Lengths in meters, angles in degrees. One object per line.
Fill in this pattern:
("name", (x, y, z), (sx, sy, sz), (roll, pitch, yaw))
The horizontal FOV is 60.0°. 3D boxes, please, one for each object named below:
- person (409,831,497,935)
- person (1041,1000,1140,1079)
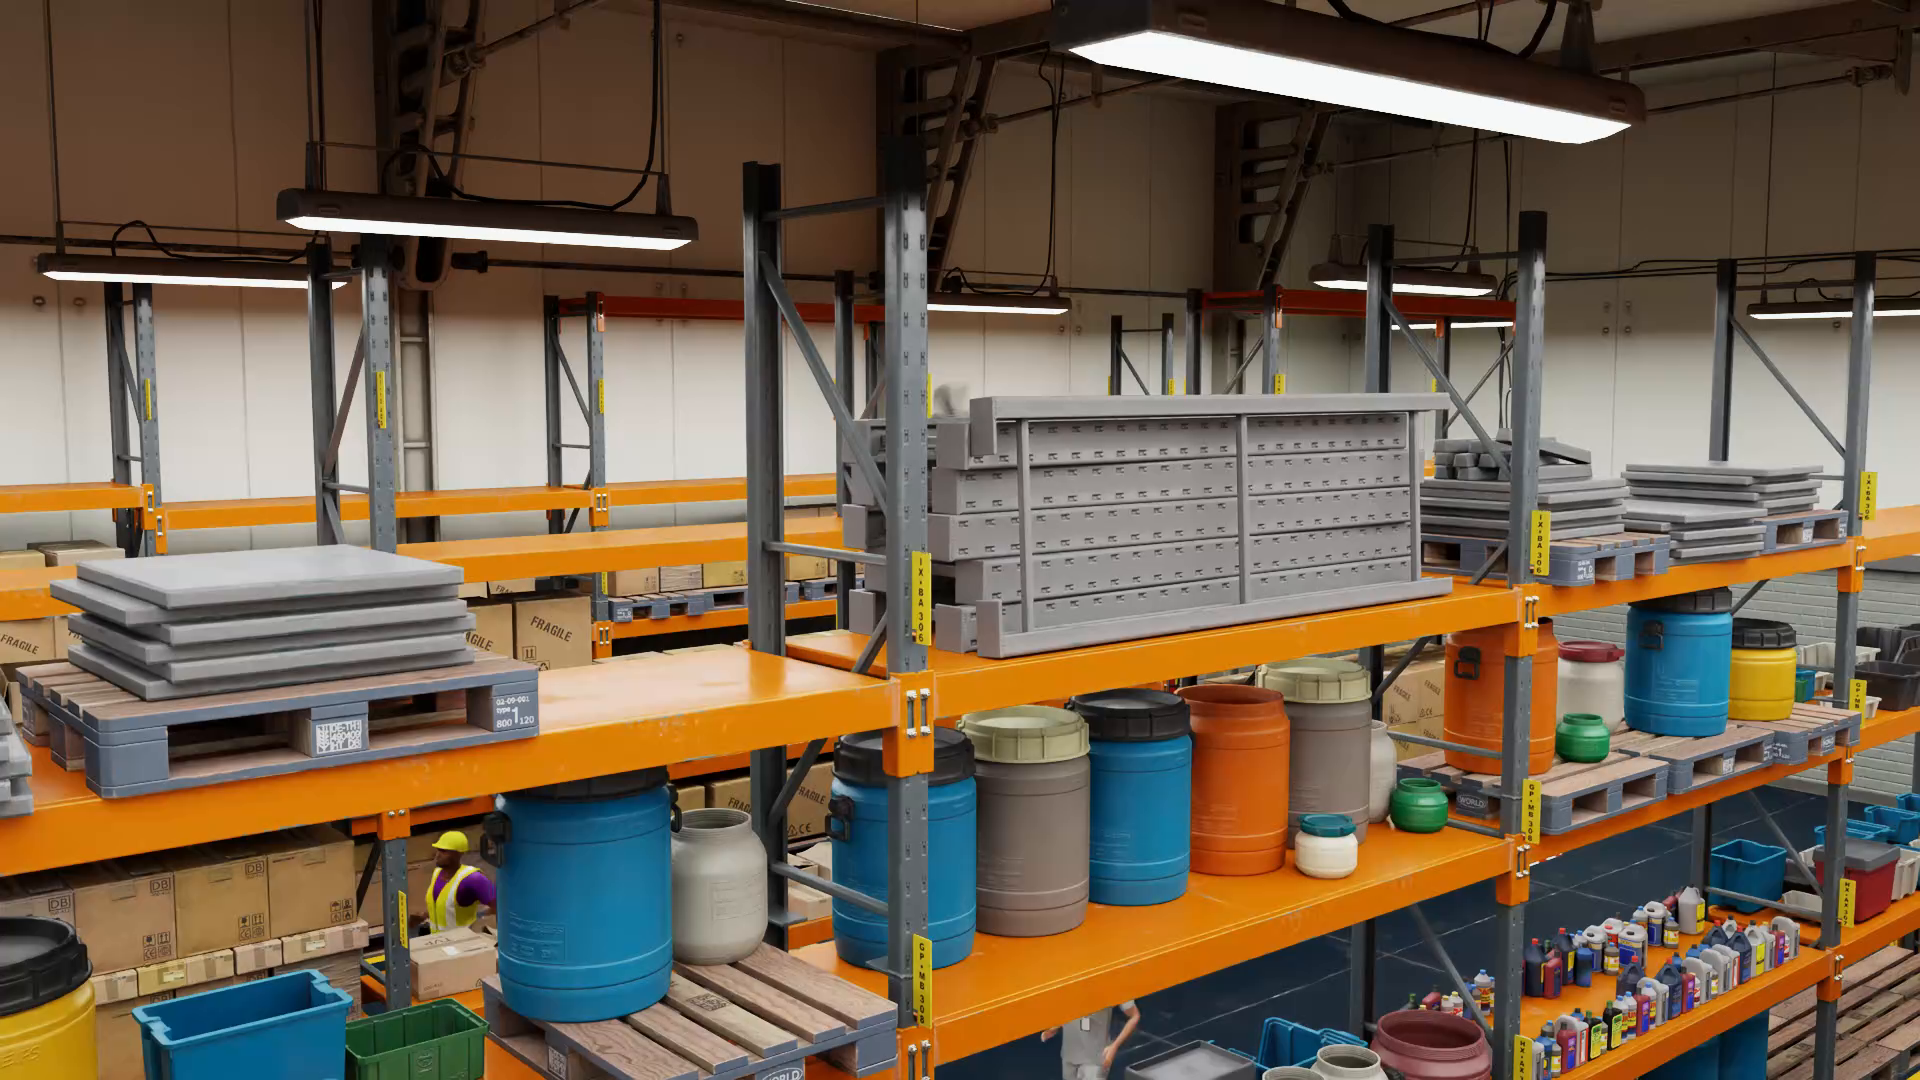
("person", (-3.912, 3.086, 12.704), (0.713, 1.728, 0.565), (5, 7, 41))
("person", (0.788, 3.324, 10.565), (0.544, 1.629, 0.605), (5, 7, 40))
